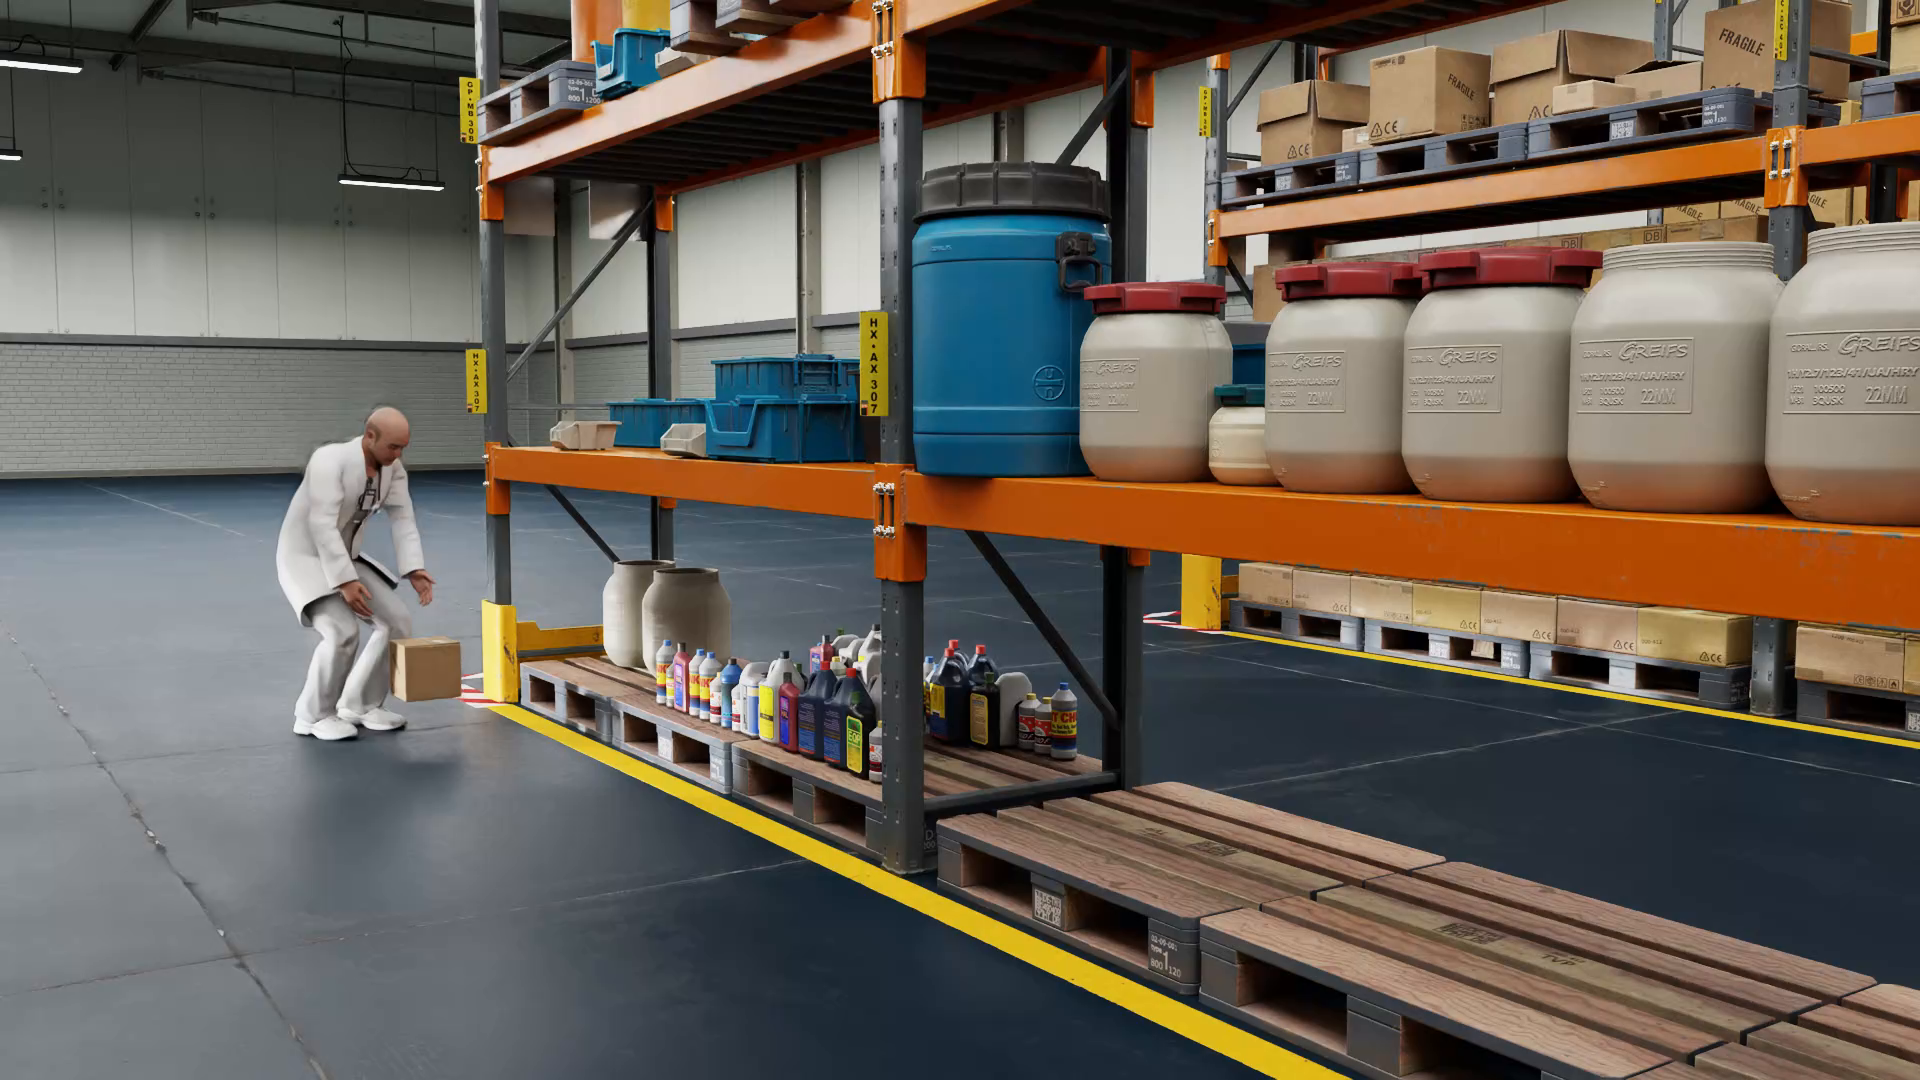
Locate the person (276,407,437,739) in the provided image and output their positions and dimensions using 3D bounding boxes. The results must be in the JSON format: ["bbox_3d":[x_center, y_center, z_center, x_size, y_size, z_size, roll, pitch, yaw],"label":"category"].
[{"bbox_3d":[-2.813,0.144,7.709,0.658,1.505,0.628,2,5,24],"label":"person"}]
